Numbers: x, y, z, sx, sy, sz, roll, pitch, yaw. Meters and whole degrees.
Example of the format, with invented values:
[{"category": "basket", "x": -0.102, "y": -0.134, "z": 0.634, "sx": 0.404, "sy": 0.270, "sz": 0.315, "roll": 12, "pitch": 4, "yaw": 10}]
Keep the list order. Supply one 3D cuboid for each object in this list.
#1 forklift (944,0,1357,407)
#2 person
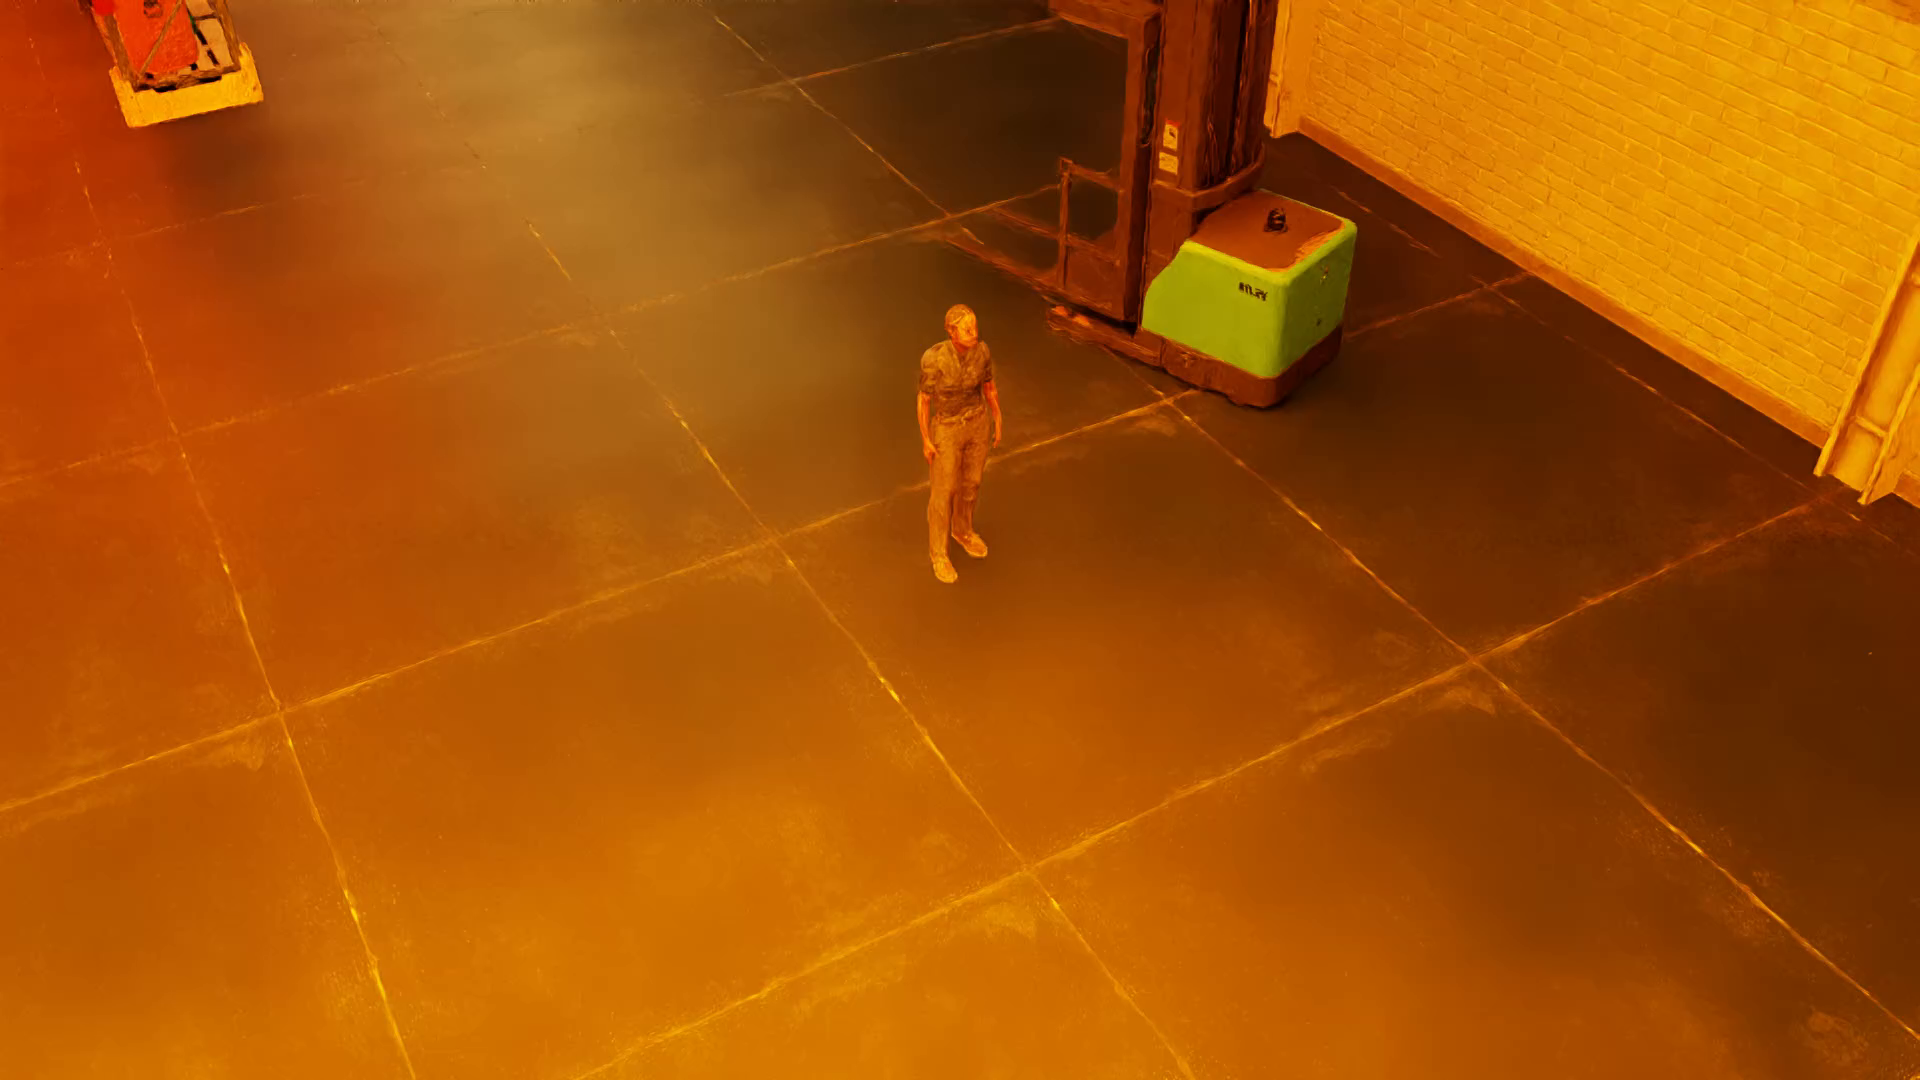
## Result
[{"category": "forklift", "x": 1.253, "y": -2.821, "z": 11.438, "sx": 3.031, "sy": 2.935, "sz": 1.130, "roll": 28, "pitch": 47, "yaw": 30}, {"category": "person", "x": 0.027, "y": -0.587, "z": 9.733, "sx": 0.570, "sy": 1.654, "sz": 0.503, "roll": -20, "pitch": 44, "yaw": -23}]
